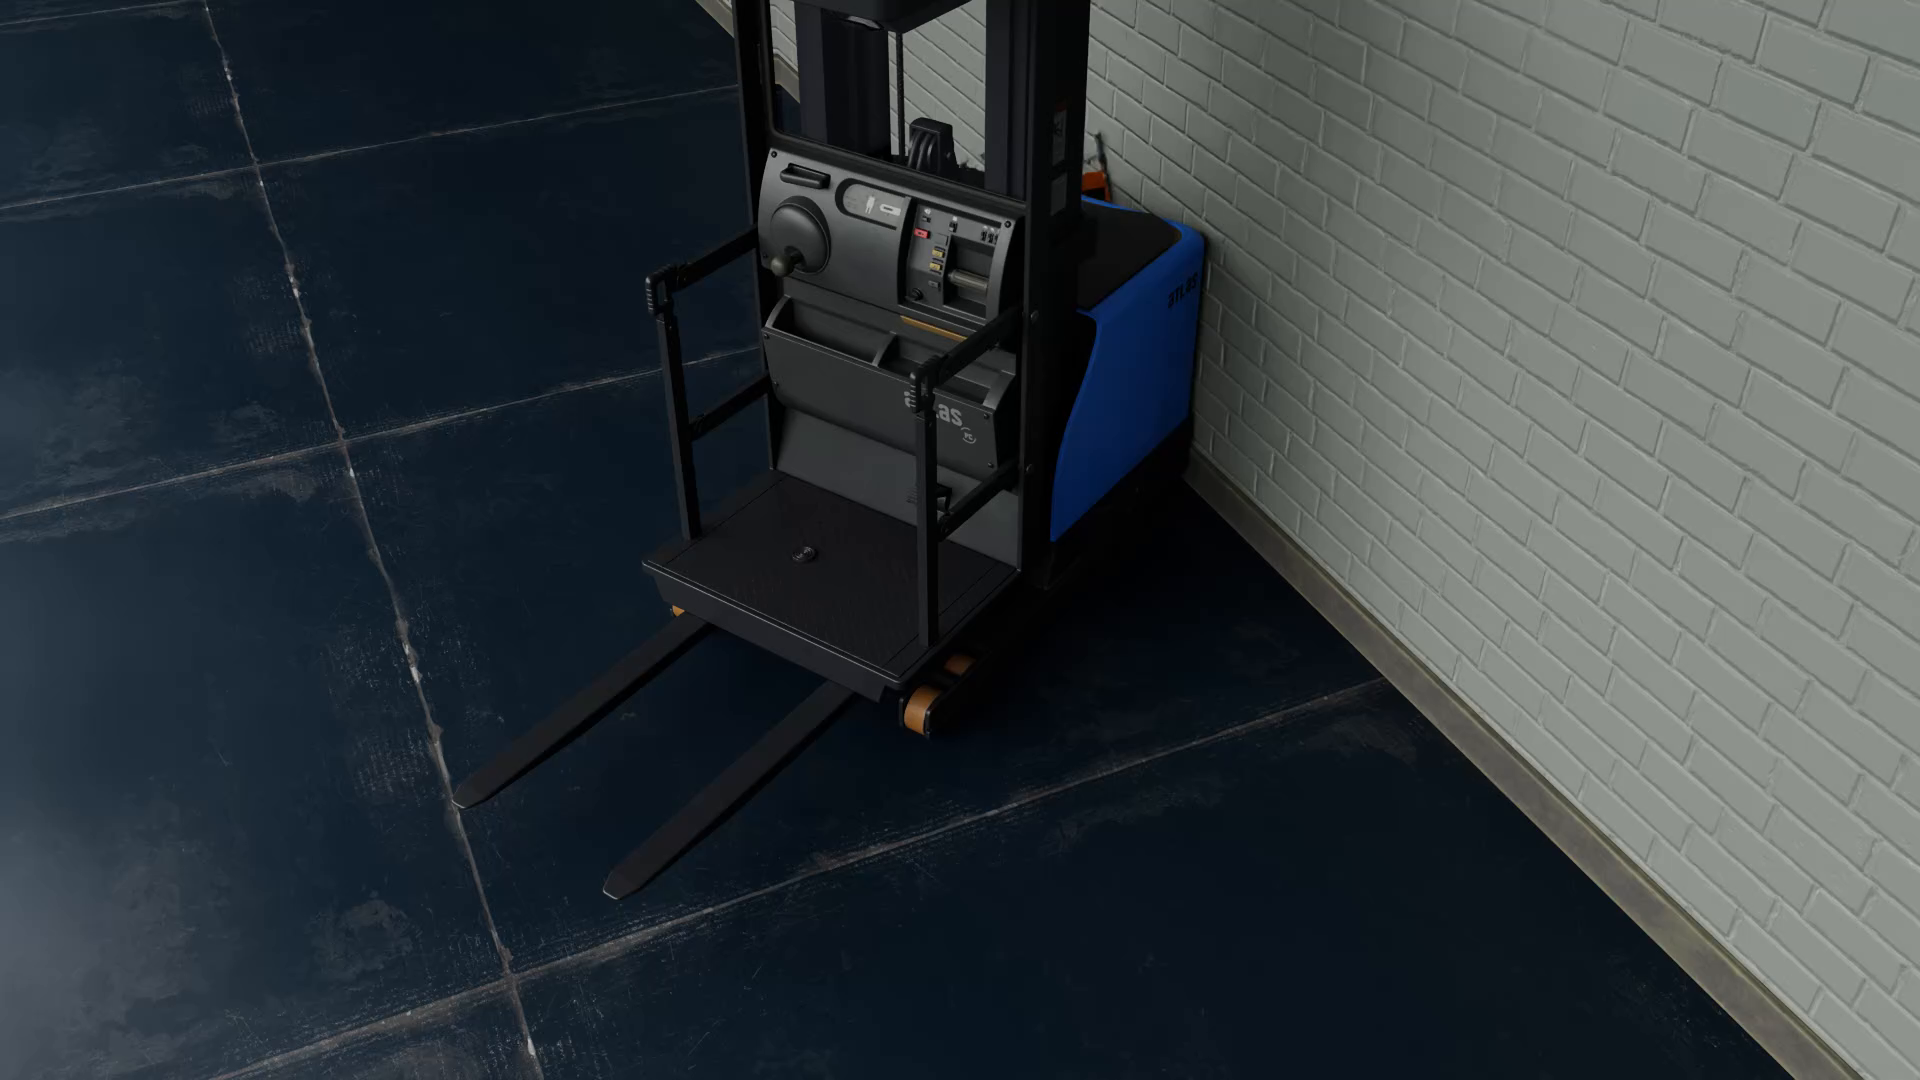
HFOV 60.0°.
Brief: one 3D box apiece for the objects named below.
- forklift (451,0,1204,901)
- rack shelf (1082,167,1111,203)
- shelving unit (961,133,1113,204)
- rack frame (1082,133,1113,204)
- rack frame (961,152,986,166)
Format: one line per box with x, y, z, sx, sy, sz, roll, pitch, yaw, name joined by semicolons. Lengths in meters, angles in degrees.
-0.356;-0.868;4.961;1.130;2.935;3.031;22;42;27;forklift
0.318;-1.341;6.566;0.480;0.148;0.258;-14;7;-22;rack shelf
0.398;-0.958;6.611;0.503;1.200;0.258;-14;7;-22;shelving unit
0.618;-1.015;6.701;0.015;1.200;0.240;-14;7;-22;rack frame
0.178;-0.902;6.520;0.015;1.200;0.240;-14;7;-22;rack frame
